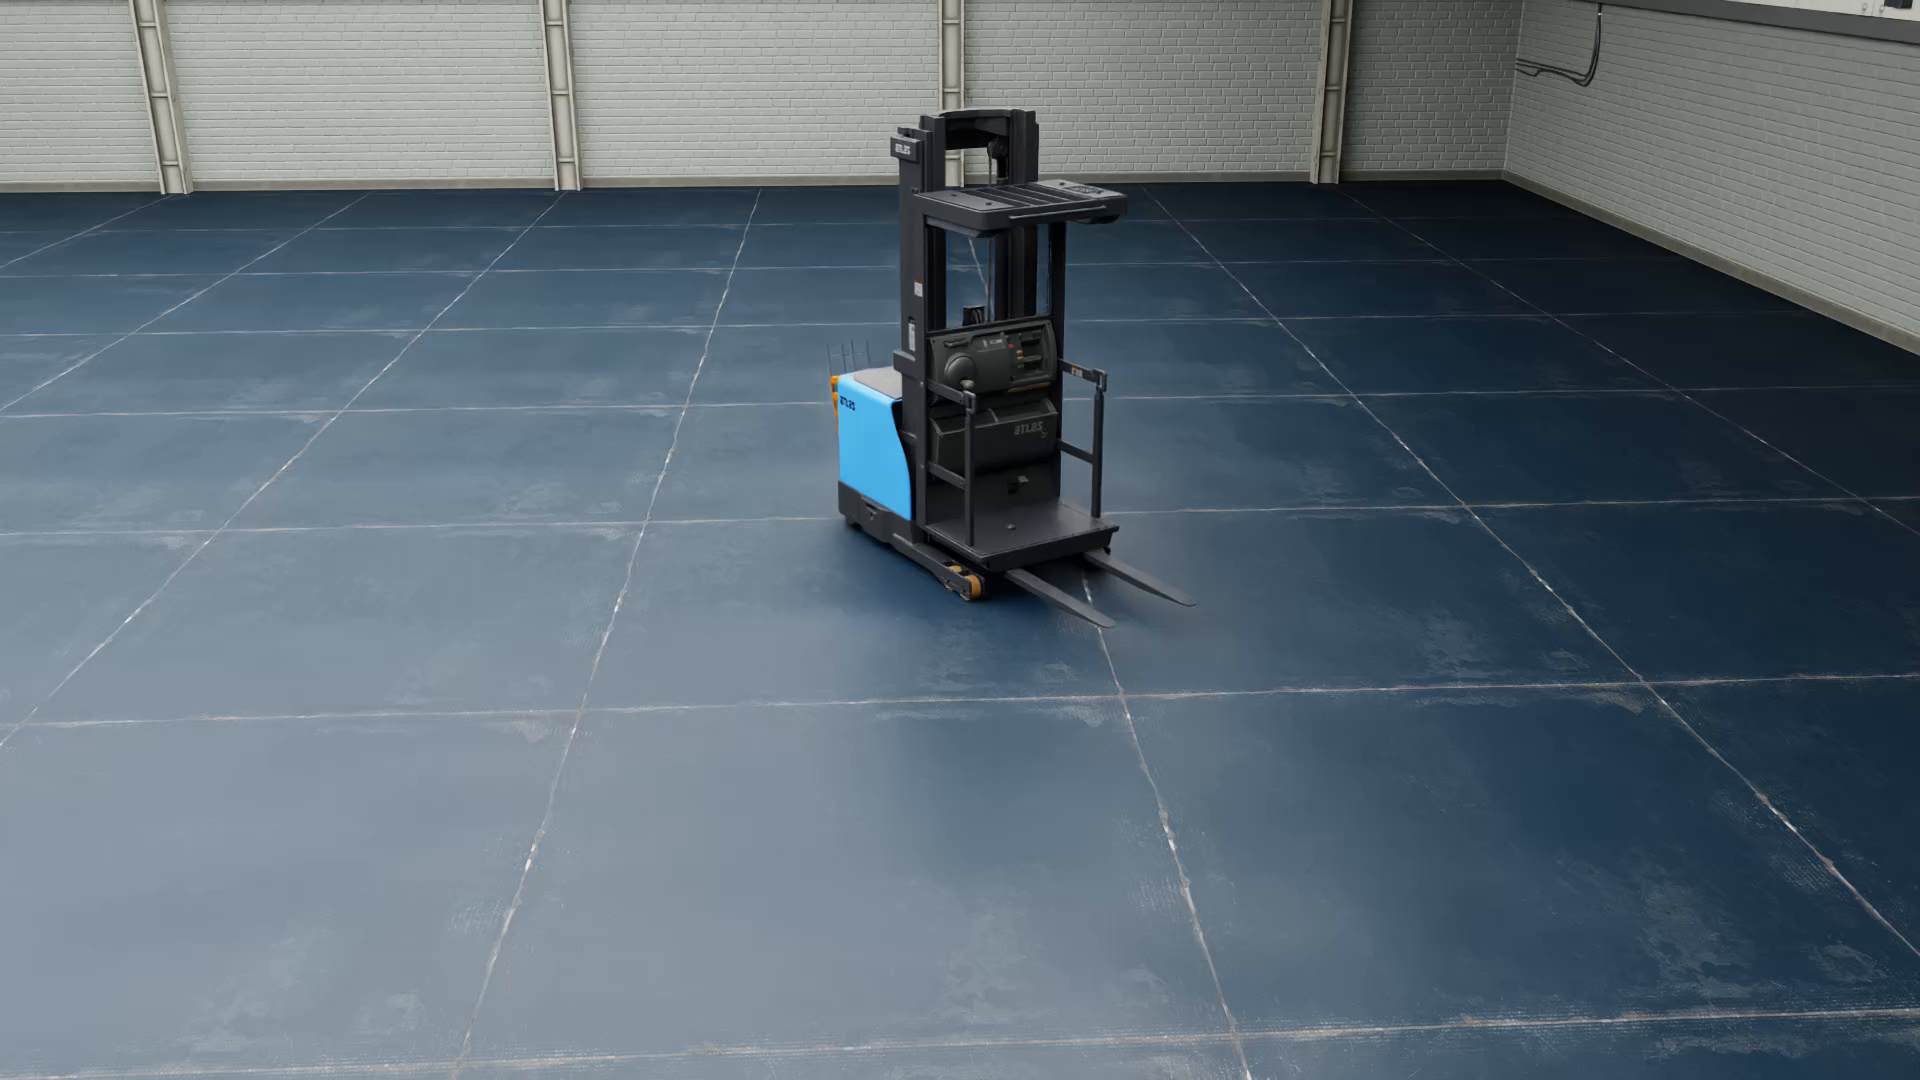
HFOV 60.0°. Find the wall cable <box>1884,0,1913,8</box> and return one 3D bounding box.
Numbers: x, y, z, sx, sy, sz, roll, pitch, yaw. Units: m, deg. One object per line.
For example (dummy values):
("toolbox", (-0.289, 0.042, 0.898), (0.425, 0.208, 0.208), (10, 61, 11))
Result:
("wall cable", (9.394, -7.766, 14.592), (0.169, 6.003, 2.305), (-1, 21, -3))

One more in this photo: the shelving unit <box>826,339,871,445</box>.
("shelving unit", (-0.752, -0.851, 12.148), (0.258, 1.200, 0.189), (-17, 16, -37))

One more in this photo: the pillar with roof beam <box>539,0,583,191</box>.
("pillar with roof beam", (-5.884, -8.186, 20.476), (0.400, 9.000, 9.100), (-1, 21, -3))

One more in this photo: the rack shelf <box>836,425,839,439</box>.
("rack shelf", (-0.747, -0.808, 12.158), (0.258, 0.103, 0.180), (-17, 16, -37))

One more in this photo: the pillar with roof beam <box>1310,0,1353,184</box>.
("pillar with roof beam", (6.097, -8.430, 21.116), (0.400, 9.000, 9.100), (-1, 21, -3))

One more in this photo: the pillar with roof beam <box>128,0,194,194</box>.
("pillar with roof beam", (-11.874, -8.064, 20.155), (0.400, 9.000, 9.100), (-1, 21, -3))

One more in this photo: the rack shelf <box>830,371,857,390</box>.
("rack shelf", (-0.787, -1.157, 12.077), (0.258, 0.103, 0.180), (-17, 16, -37))

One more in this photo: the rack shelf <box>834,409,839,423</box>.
("rack shelf", (-0.760, -0.925, 12.131), (0.258, 0.103, 0.180), (-17, 16, -37))

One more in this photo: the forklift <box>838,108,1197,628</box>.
("forklift", (0.337, -1.171, 10.578), (1.130, 2.935, 3.031), (-13, 24, -30))

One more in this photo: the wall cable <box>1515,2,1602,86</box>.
("wall cable", (8.868, -8.098, 24.608), (0.112, 2.526, 3.097), (-1, 21, -3))

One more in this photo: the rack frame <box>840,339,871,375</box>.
("rack frame", (-0.694, -0.842, 12.078), (0.240, 1.200, 0.006), (-17, 16, -37))

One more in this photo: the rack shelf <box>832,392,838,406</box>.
("rack shelf", (-0.774, -1.041, 12.104), (0.258, 0.103, 0.180), (-17, 16, -37))

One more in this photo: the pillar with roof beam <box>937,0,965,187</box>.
("pillar with roof beam", (0.107, -8.308, 20.796), (0.400, 9.000, 9.100), (-1, 21, -3))

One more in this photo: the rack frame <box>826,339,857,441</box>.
("rack frame", (-0.810, -0.861, 12.218), (0.240, 1.200, 0.006), (-17, 16, -37))
